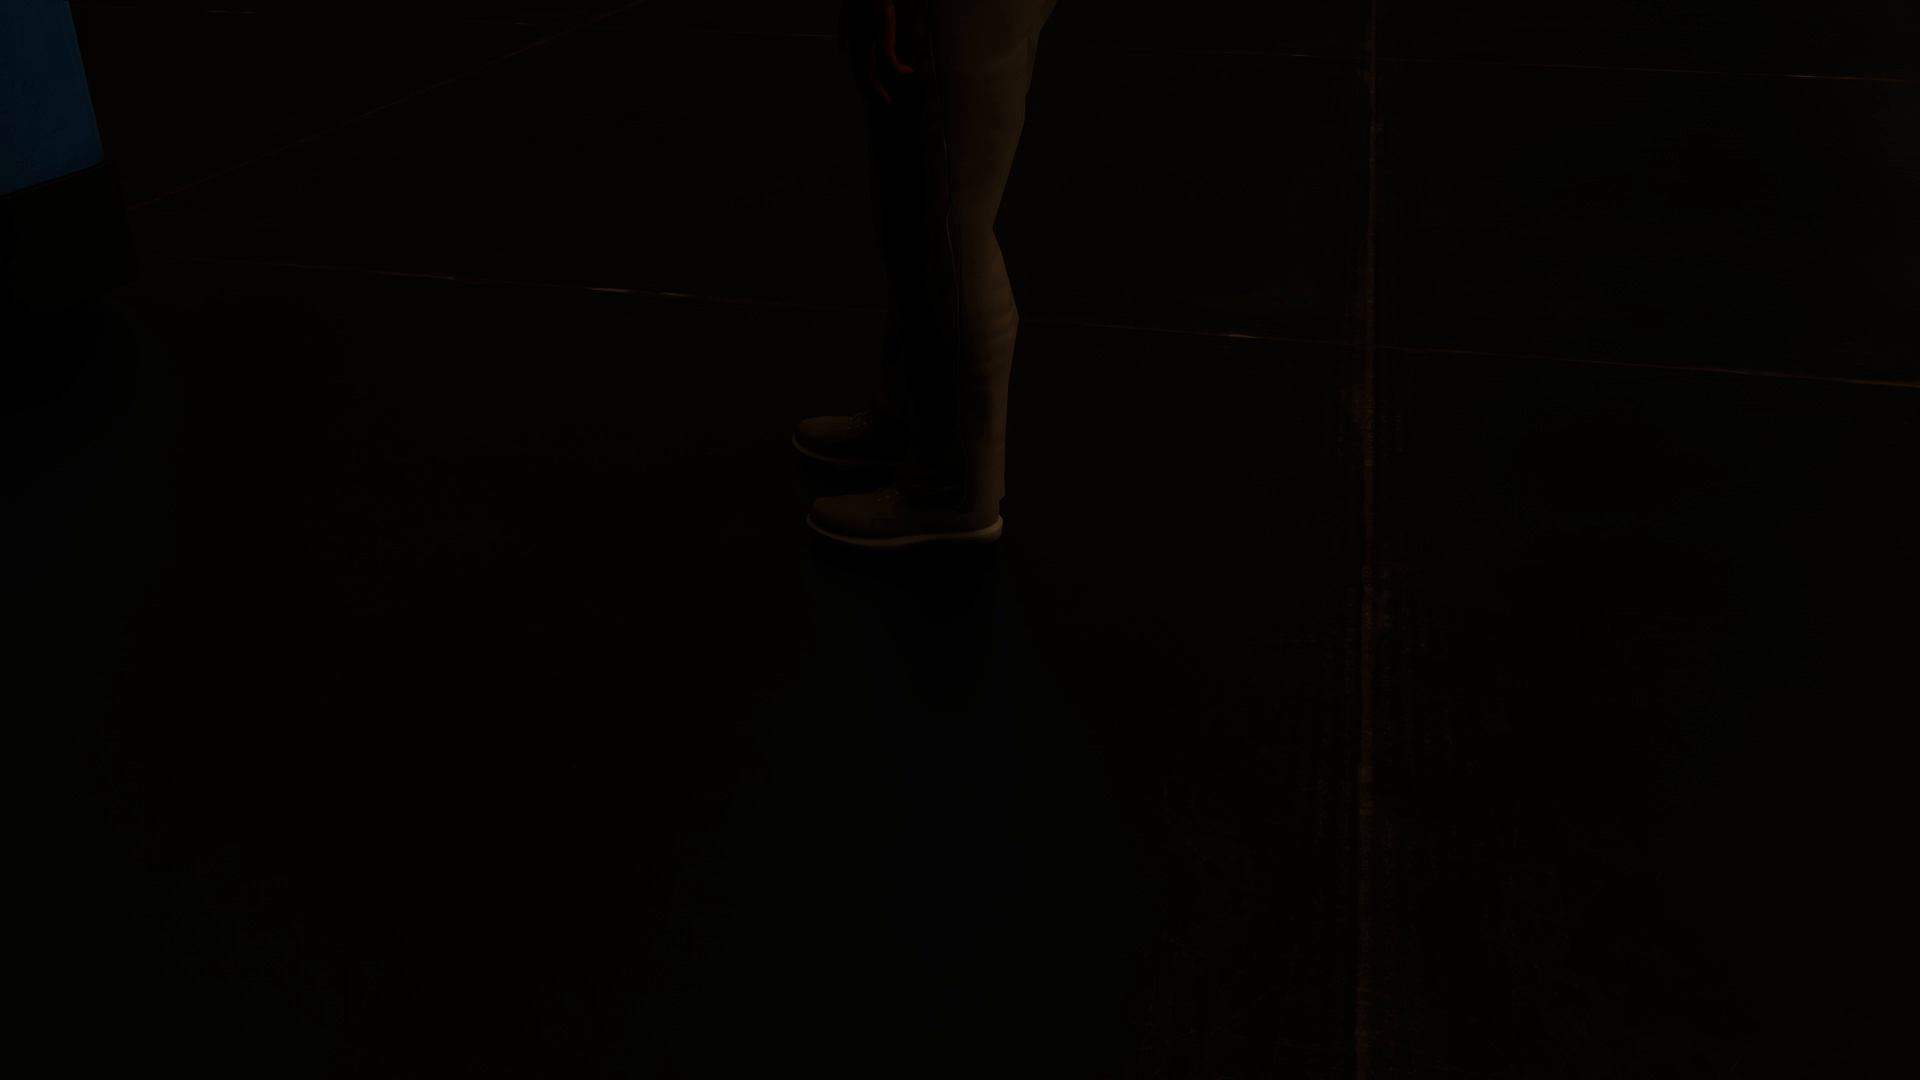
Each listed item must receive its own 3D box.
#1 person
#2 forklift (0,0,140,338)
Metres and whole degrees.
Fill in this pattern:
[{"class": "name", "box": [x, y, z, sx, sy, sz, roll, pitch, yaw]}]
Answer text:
[{"class": "person", "box": [-0.069, -0.780, 2.149, 0.528, 1.697, 0.564, 6, 27, 11]}, {"class": "forklift", "box": [-3.256, -1.774, 2.762, 3.031, 2.935, 1.130, 8, 28, 15]}]
